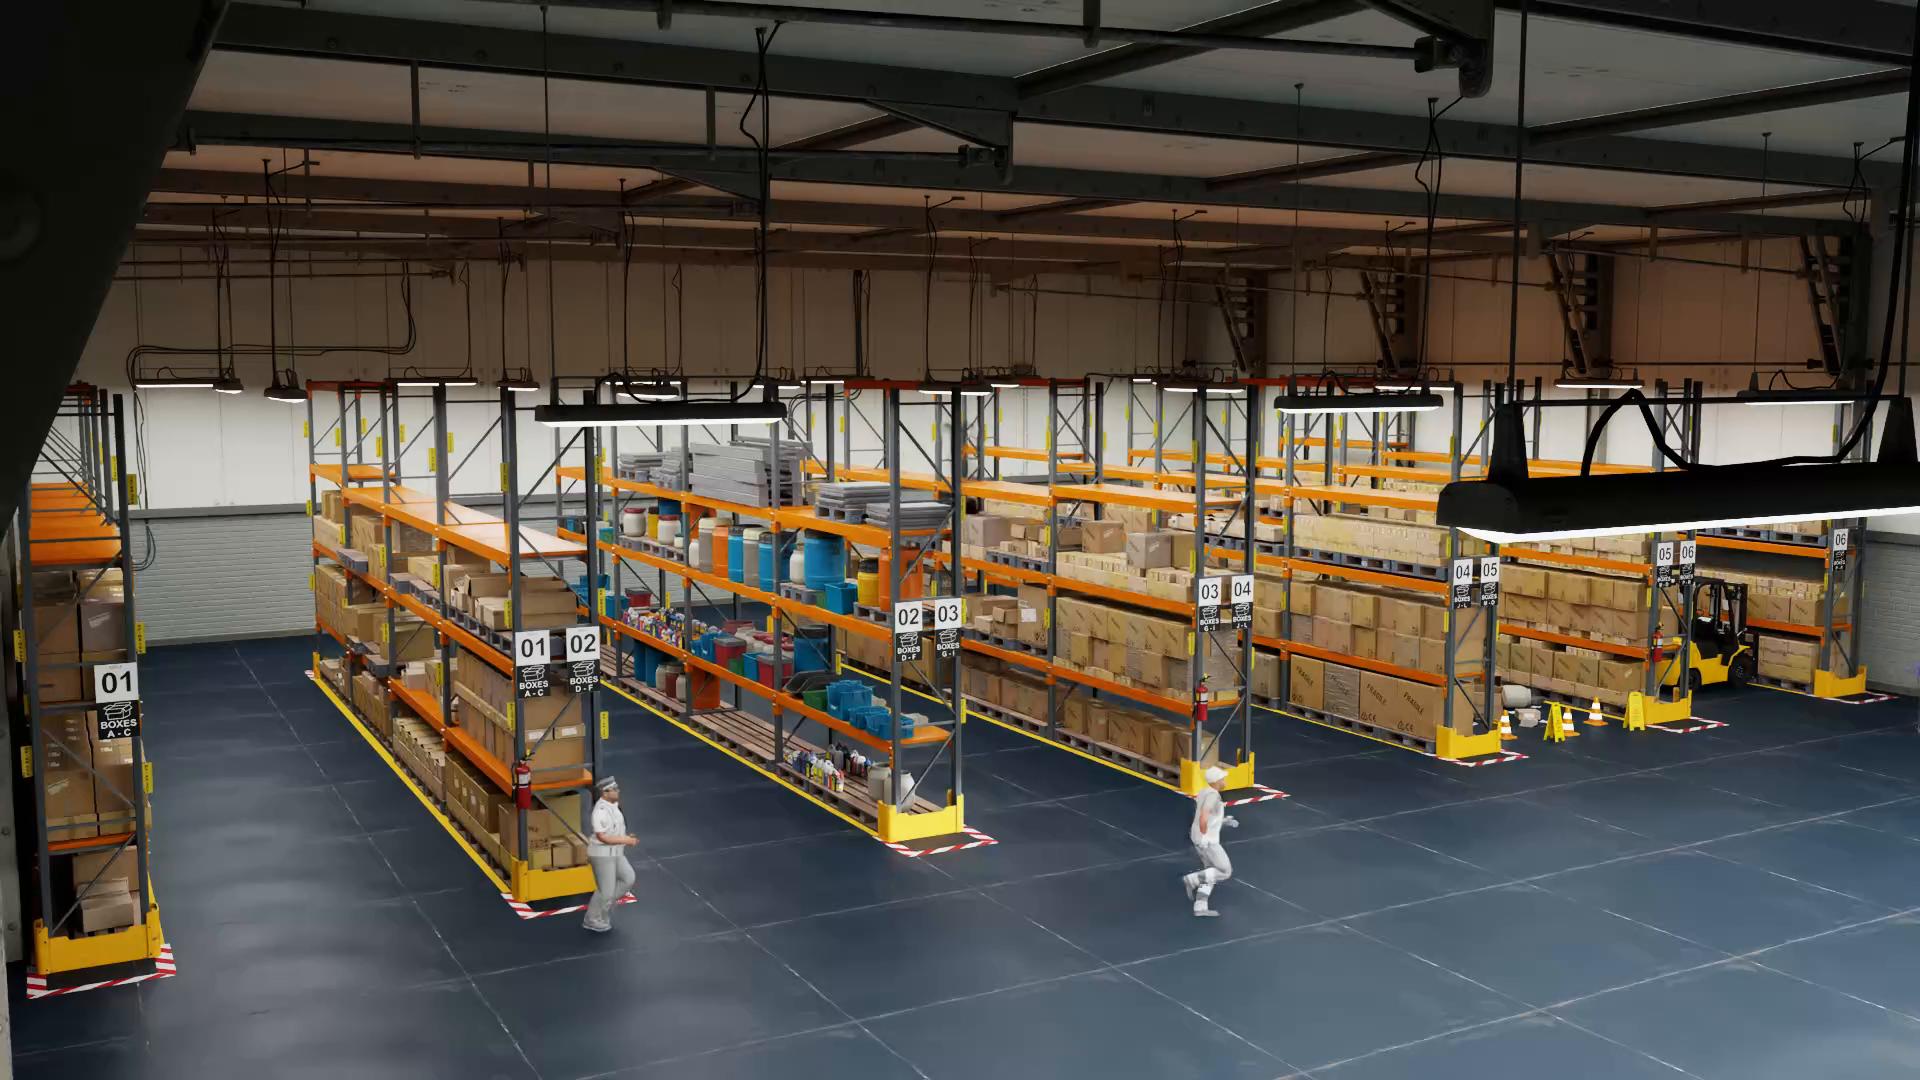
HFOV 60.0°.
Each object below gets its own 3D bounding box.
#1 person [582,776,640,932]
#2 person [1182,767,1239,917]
[{"bbox_3d":[-3.885,3.497,18.587,0.669,1.776,0.696,0,6,4],"label":"person"},{"bbox_3d":[2.908,3.459,19.048,0.623,1.728,0.708,-1,6,-5],"label":"person"}]
